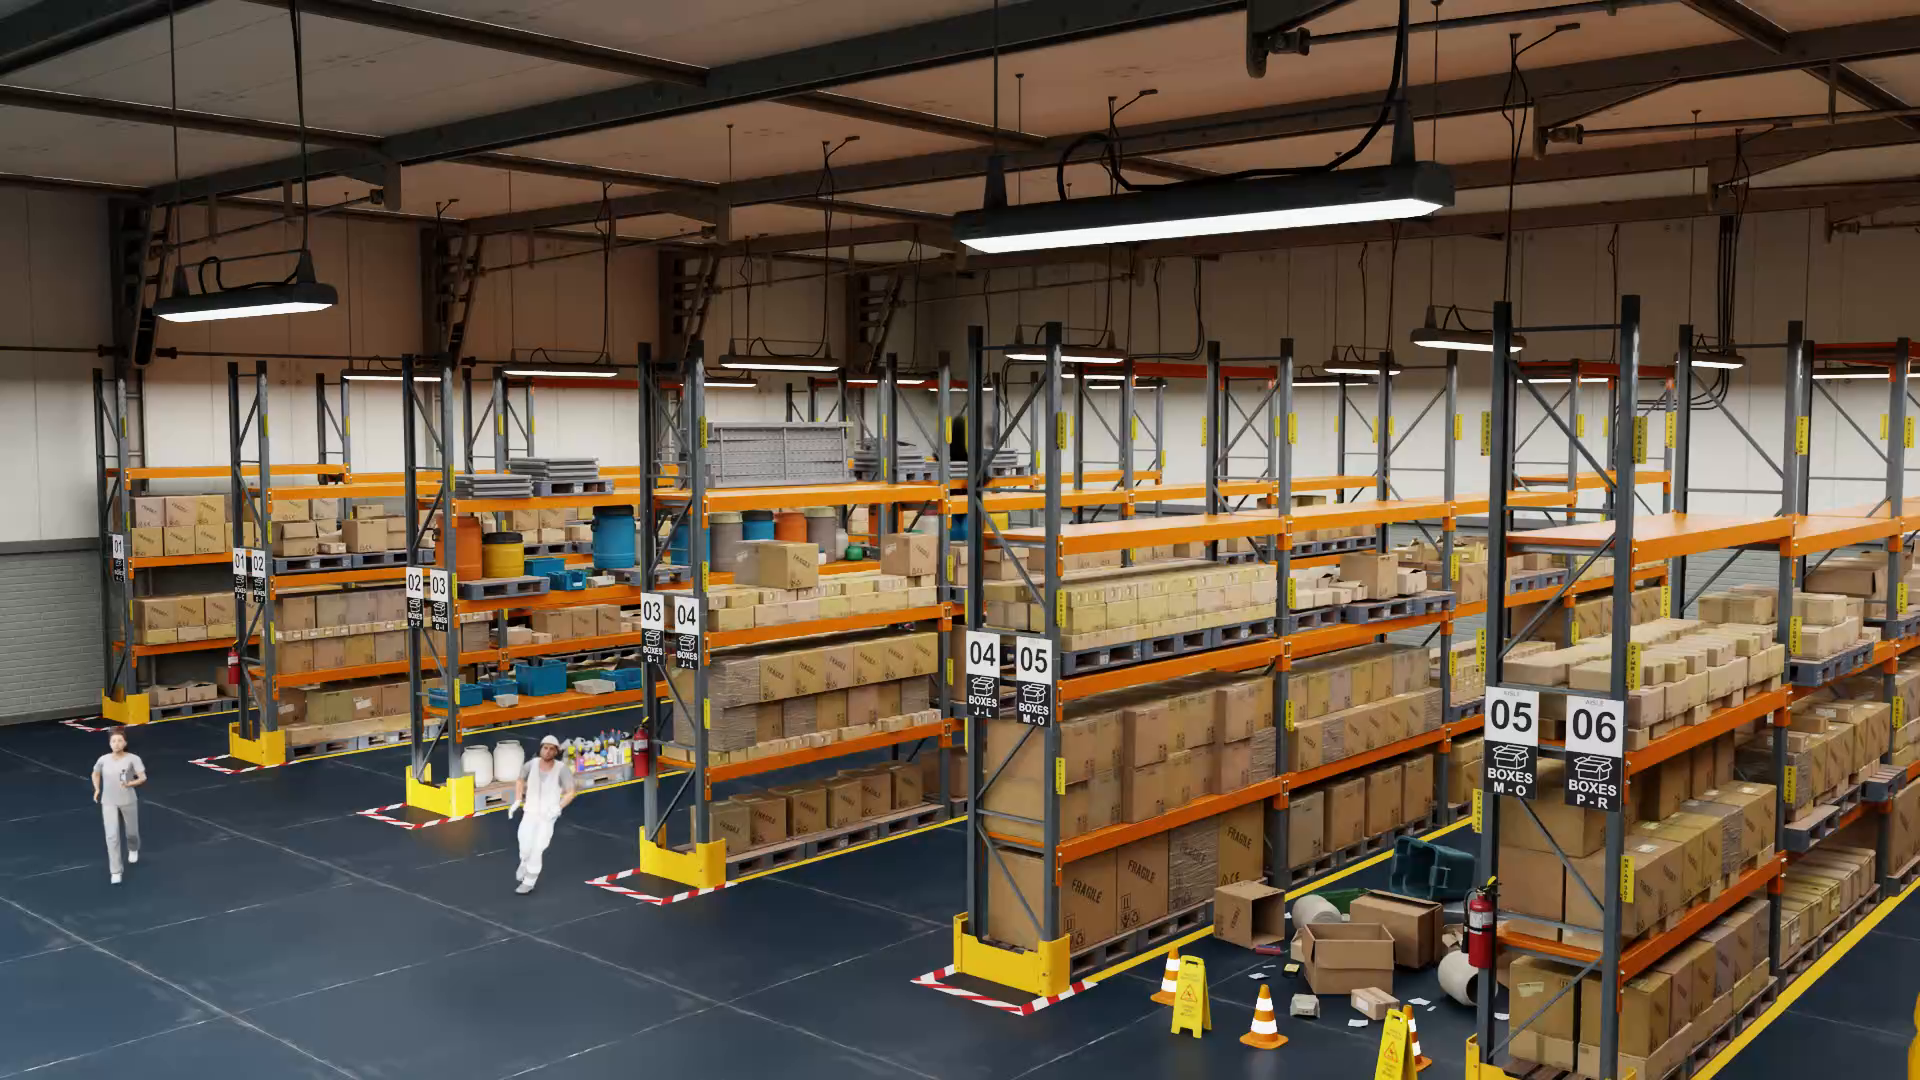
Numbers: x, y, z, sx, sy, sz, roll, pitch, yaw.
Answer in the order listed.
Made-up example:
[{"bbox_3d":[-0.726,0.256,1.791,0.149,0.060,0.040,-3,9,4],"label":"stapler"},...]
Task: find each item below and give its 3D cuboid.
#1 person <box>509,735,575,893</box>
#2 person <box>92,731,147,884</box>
[{"bbox_3d":[-4.547,2.981,18.031,0.714,1.711,0.553,0,4,-2],"label":"person"},{"bbox_3d":[-9.440,2.955,18.676,0.575,1.645,0.918,-2,4,-20],"label":"person"}]
